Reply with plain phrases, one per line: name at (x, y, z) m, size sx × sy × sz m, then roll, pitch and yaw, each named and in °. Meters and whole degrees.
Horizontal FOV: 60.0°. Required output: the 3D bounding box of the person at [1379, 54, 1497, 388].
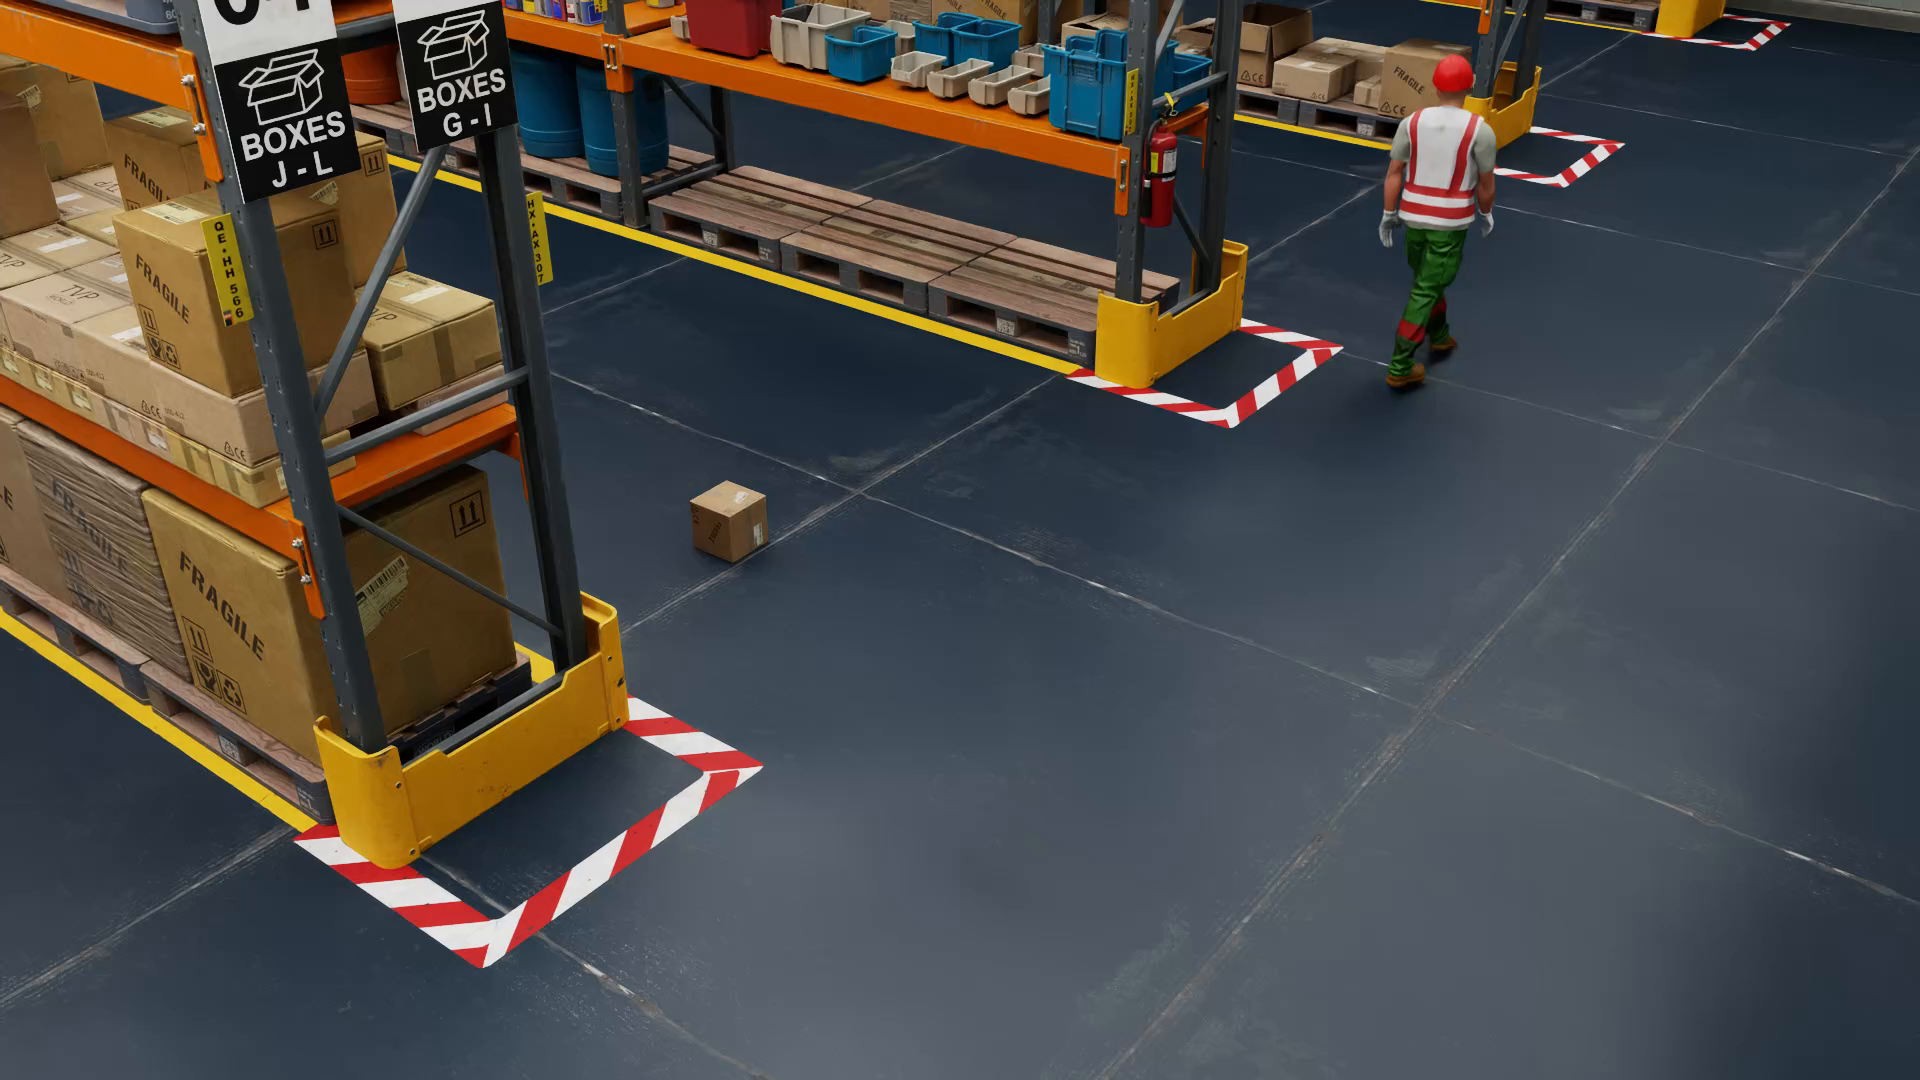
person at (2.626, -1.763, 9.084) m, size 0.534 × 1.779 × 0.886 m, roll 24°, pitch 38°, yaw 34°
